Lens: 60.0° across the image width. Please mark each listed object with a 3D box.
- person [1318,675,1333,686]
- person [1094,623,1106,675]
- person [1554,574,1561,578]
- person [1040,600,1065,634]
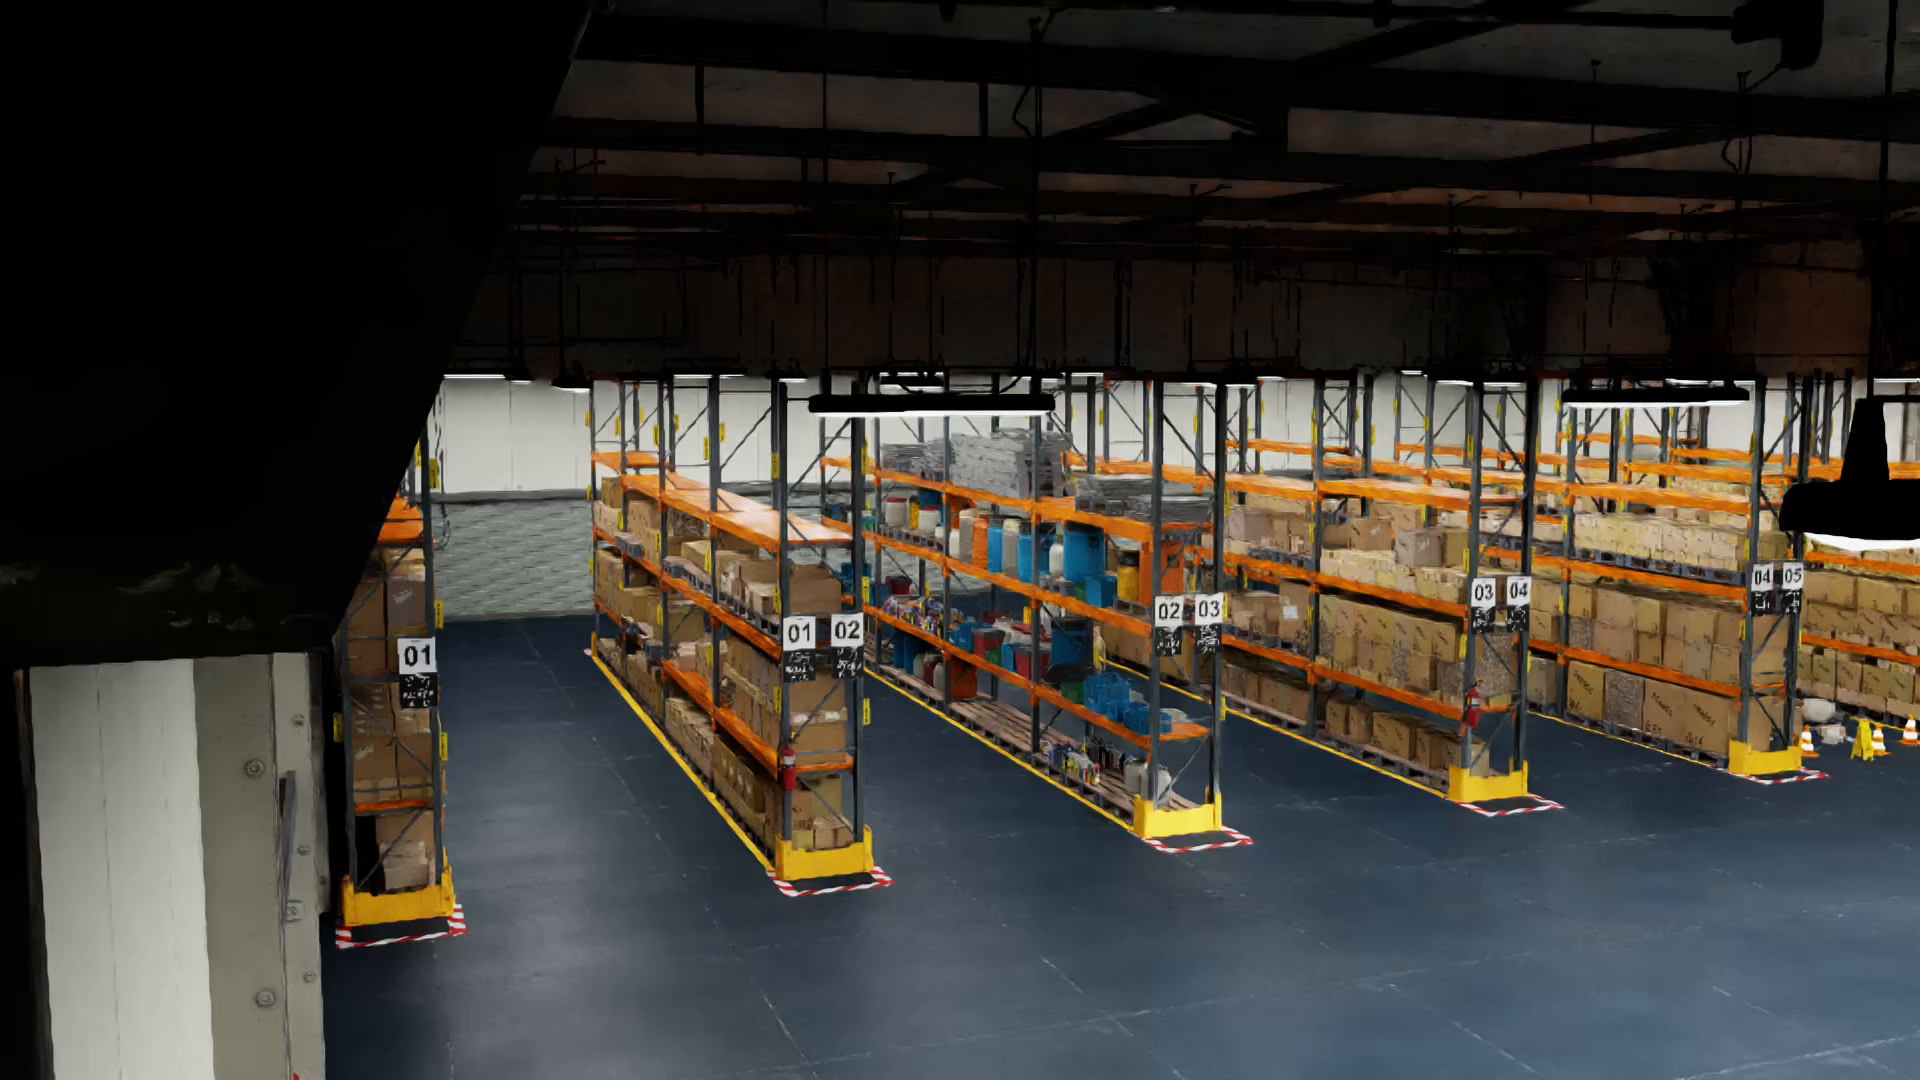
[{"bbox_3d":[6.720,2.191,30.254,0.415,1.517,1.041,-3,7,-23],"label":"person"},{"bbox_3d":[2.308,2.254,29.426,0.598,1.618,0.507,-3,7,-22],"label":"person"},{"bbox_3d":[12.413,1.588,34.614,0.591,1.744,0.668,0,6,3],"label":"person"},{"bbox_3d":[1.943,1.632,34.780,0.482,1.616,0.997,-1,7,-11],"label":"person"}]
